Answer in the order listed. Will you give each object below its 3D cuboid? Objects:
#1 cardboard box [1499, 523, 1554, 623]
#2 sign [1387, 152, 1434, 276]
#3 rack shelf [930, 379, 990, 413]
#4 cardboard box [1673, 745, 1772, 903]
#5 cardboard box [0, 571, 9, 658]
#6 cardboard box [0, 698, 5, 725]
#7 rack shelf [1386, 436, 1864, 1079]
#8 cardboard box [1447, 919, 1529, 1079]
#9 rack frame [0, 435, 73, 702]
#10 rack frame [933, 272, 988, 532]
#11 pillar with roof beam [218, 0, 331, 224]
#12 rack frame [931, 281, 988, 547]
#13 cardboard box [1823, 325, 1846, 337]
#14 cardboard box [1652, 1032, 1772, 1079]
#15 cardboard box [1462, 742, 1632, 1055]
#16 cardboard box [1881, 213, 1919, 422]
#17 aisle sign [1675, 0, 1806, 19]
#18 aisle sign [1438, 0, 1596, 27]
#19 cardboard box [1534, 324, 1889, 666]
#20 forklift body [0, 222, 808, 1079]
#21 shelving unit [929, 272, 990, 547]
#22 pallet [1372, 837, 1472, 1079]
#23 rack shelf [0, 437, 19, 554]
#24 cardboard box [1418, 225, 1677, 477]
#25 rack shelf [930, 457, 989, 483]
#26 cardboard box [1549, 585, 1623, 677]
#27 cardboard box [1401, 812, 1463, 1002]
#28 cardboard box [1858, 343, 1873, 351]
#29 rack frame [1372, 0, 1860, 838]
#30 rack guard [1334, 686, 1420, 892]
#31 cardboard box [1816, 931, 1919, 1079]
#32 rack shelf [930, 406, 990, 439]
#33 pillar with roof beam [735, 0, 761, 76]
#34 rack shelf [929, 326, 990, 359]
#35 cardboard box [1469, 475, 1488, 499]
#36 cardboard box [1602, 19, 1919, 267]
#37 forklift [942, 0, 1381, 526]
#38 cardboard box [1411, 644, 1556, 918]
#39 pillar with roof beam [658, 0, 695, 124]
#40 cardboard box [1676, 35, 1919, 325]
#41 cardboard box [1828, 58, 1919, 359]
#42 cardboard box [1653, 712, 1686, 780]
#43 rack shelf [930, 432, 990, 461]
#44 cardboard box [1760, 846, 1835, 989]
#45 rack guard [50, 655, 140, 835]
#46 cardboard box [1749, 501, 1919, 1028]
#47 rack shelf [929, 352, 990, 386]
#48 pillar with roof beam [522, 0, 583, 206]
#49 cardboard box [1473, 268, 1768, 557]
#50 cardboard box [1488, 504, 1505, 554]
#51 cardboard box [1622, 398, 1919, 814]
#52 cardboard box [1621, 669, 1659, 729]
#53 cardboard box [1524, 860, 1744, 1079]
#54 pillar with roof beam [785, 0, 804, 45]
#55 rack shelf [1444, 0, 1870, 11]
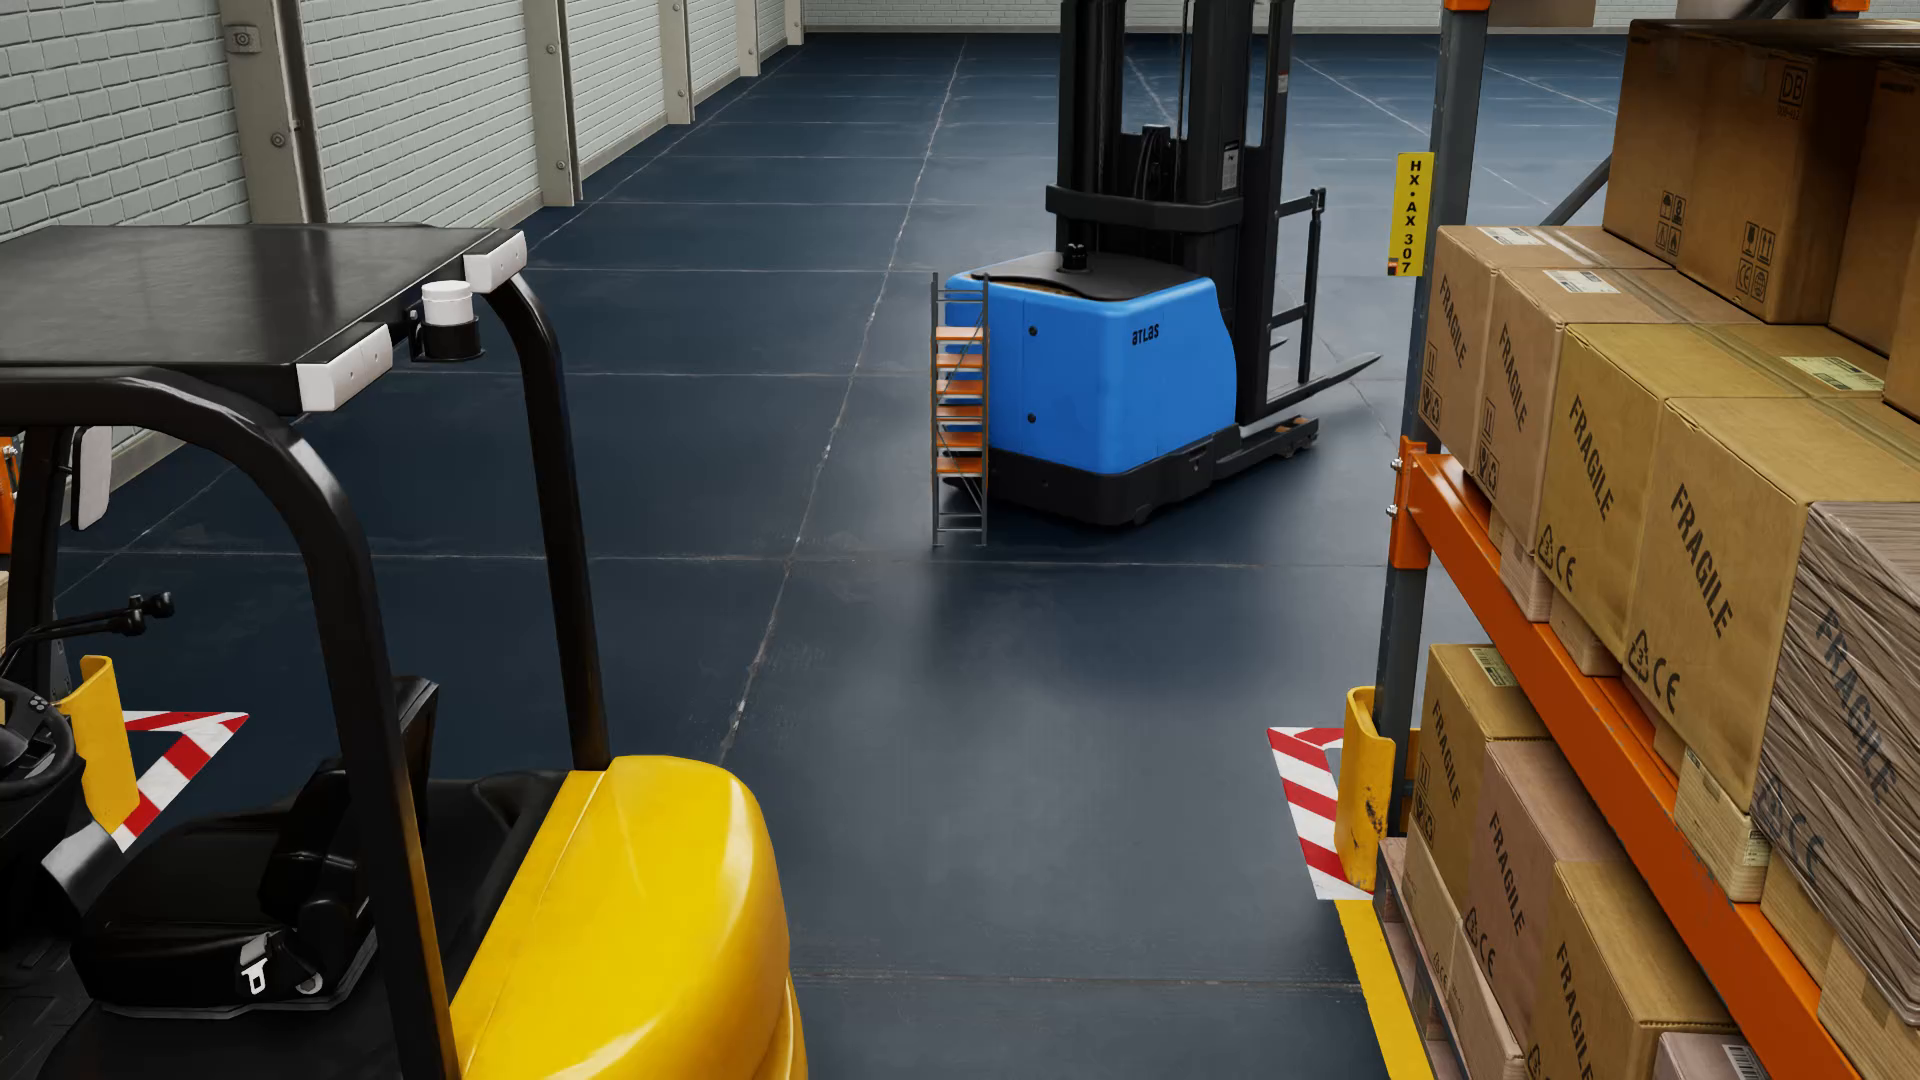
[{"bbox_3d":[1.385,0.064,3.564,0.380,0.149,0.250,1,21,2],"label":"cardboard box"},{"bbox_3d":[1.196,-0.861,4.404,0.100,0.325,0.005,1,21,2],"label":"sign"},{"bbox_3d":[0.000,-0.635,7.298,0.258,0.103,0.180,1,21,2],"label":"rack shelf"},{"bbox_3d":[1.359,0.440,2.596,0.380,0.149,0.250,1,21,2],"label":"cardboard box"},{"bbox_3d":[-2.925,0.285,4.485,0.500,0.250,0.500,1,21,3],"label":"cardboard box"},{"bbox_3d":[-2.925,0.528,4.551,0.500,0.250,0.500,0,21,1],"label":"cardboard box"},{"bbox_3d":[1.678,0.607,2.811,1.077,0.370,4.000,1,21,2],"label":"rack shelf"},{"bbox_3d":[1.414,1.108,3.747,0.500,0.250,0.500,1,21,4],"label":"cardboard box"},{"bbox_3d":[-3.223,-0.504,4.682,1.000,3.000,0.127,1,21,2],"label":"rack frame"},{"bbox_3d":[0.003,-0.598,7.411,0.240,1.200,0.006,1,21,2],"label":"rack frame"},{"bbox_3d":[0.340,-5.181,8.443,9.100,9.000,0.400,1,21,2],"label":"pillar with roof beam"},{"bbox_3d":[-0.002,-0.532,7.240,0.240,1.200,0.006,1,21,2],"label":"rack frame"},{"bbox_3d":[1.977,-0.256,3.493,0.500,0.500,0.500,1,21,2],"label":"cardboard box"},{"bbox_3d":[1.395,1.146,2.612,0.500,0.500,0.500,2,21,4],"label":"cardboard box"},{"bbox_3d":[1.426,0.772,3.577,0.500,0.500,0.500,0,21,0],"label":"cardboard box"},{"bbox_3d":[1.852,-0.368,2.399,0.700,0.500,0.500,1,21,1],"label":"cardboard box"},{"bbox_3d":[2.030,-1.682,4.124,0.394,0.787,0.004,1,21,2],"label":"aisle sign"},{"bbox_3d":[1.430,-1.689,4.141,0.394,0.787,0.004,1,21,2],"label":"aisle sign"},{"bbox_3d":[1.420,-0.097,3.082,0.500,0.500,0.500,0,21,1],"label":"cardboard box"},{"bbox_3d":[-1.457,0.597,3.017,2.313,2.155,1.214,1,21,2],"label":"forklift body"},{"bbox_3d":[0.000,-0.565,7.325,0.258,1.200,0.189,1,21,2],"label":"shelving unit"},{"bbox_3d":[1.676,1.170,4.222,1.003,0.211,1.213,1,21,2],"label":"pallet"},{"bbox_3d":[-3.284,0.554,2.949,1.077,0.370,4.000,1,21,2],"label":"rack shelf"},{"bbox_3d":[1.447,-0.468,4.040,0.500,0.500,0.500,0,21,1],"label":"cardboard box"},{"bbox_3d":[0.000,-0.299,7.428,0.258,0.103,0.180,1,21,2],"label":"rack shelf"},{"bbox_3d":[1.411,0.158,3.322,0.380,0.149,0.250,1,21,3],"label":"cardboard box"},{"bbox_3d":[1.437,0.924,4.223,0.500,0.250,0.500,0,21,1],"label":"cardboard box"},{"bbox_3d":[1.959,-0.075,3.027,0.500,0.500,0.500,1,21,1],"label":"cardboard box"},{"bbox_3d":[1.738,-0.451,4.545,1.000,3.000,0.127,1,21,2],"label":"rack frame"},{"bbox_3d":[1.736,0.742,4.926,1.175,0.500,0.348,1,21,2],"label":"rack guard"},{"bbox_3d":[1.350,0.625,2.118,0.380,0.149,0.250,0,21,1],"label":"cardboard box"},{"bbox_3d":[0.000,-0.523,7.341,0.258,0.103,0.180,1,21,2],"label":"rack shelf"},{"bbox_3d":[0.888,-11.690,25.216,9.100,9.000,0.400,1,21,2],"label":"pillar with roof beam"},{"bbox_3d":[0.000,-0.859,7.211,0.258,0.103,0.180,1,21,2],"label":"rack shelf"},{"bbox_3d":[1.521,-0.213,4.280,0.380,0.149,0.250,1,21,2],"label":"cardboard box"},{"bbox_3d":[1.941,-0.915,3.810,0.700,0.500,0.500,0,21,0],"label":"cardboard box"},{"bbox_3d":[1.237,-1.891,8.350,1.130,2.935,3.031,17,27,36],"label":"forklift"},{"bbox_3d":[1.437,0.583,4.065,0.500,0.500,0.500,0,21,0],"label":"cardboard box"},{"bbox_3d":[0.705,-9.520,19.625,9.100,9.000,0.400,1,21,2],"label":"pillar with roof beam"},{"bbox_3d":[1.918,-0.733,3.339,0.700,0.500,0.500,1,21,2],"label":"cardboard box"},{"bbox_3d":[2.006,-0.547,2.860,0.700,0.500,0.500,0,21,1],"label":"cardboard box"},{"bbox_3d":[1.425,0.349,2.829,0.380,0.149,0.250,0,21,0],"label":"cardboard box"},{"bbox_3d":[0.000,-0.411,7.385,0.258,0.103,0.180,1,21,2],"label":"rack shelf"},{"bbox_3d":[1.387,0.533,2.356,0.380,0.149,0.250,0,21,1],"label":"cardboard box"},{"bbox_3d":[-3.222,0.652,5.157,1.175,0.500,0.348,1,21,2],"label":"rack guard"},{"bbox_3d":[1.402,0.273,2.130,0.500,0.500,0.500,1,21,3],"label":"cardboard box"},{"bbox_3d":[0.000,-0.747,7.255,0.258,0.103,0.180,1,21,2],"label":"rack shelf"},{"bbox_3d":[0.523,-7.351,14.034,9.100,9.000,0.400,1,21,2],"label":"pillar with roof beam"},{"bbox_3d":[1.434,-0.281,3.557,0.500,0.500,0.500,1,21,3],"label":"cardboard box"},{"bbox_3d":[1.439,-0.027,3.799,0.380,0.149,0.250,0,21,0],"label":"cardboard box"},{"bbox_3d":[1.413,0.087,2.608,0.500,0.500,0.500,0,21,1],"label":"cardboard box"},{"bbox_3d":[1.463,0.254,3.074,0.380,0.149,0.250,1,21,3],"label":"cardboard box"},{"bbox_3d":[1.402,0.953,3.110,0.500,0.500,0.500,1,21,3],"label":"cardboard box"},{"bbox_3d":[1.070,-13.859,30.807,9.100,9.000,0.400,1,21,2],"label":"pillar with roof beam"},{"bbox_3d":[1.678,-0.791,2.269,1.077,0.370,4.000,1,21,2],"label":"rack shelf"}]
